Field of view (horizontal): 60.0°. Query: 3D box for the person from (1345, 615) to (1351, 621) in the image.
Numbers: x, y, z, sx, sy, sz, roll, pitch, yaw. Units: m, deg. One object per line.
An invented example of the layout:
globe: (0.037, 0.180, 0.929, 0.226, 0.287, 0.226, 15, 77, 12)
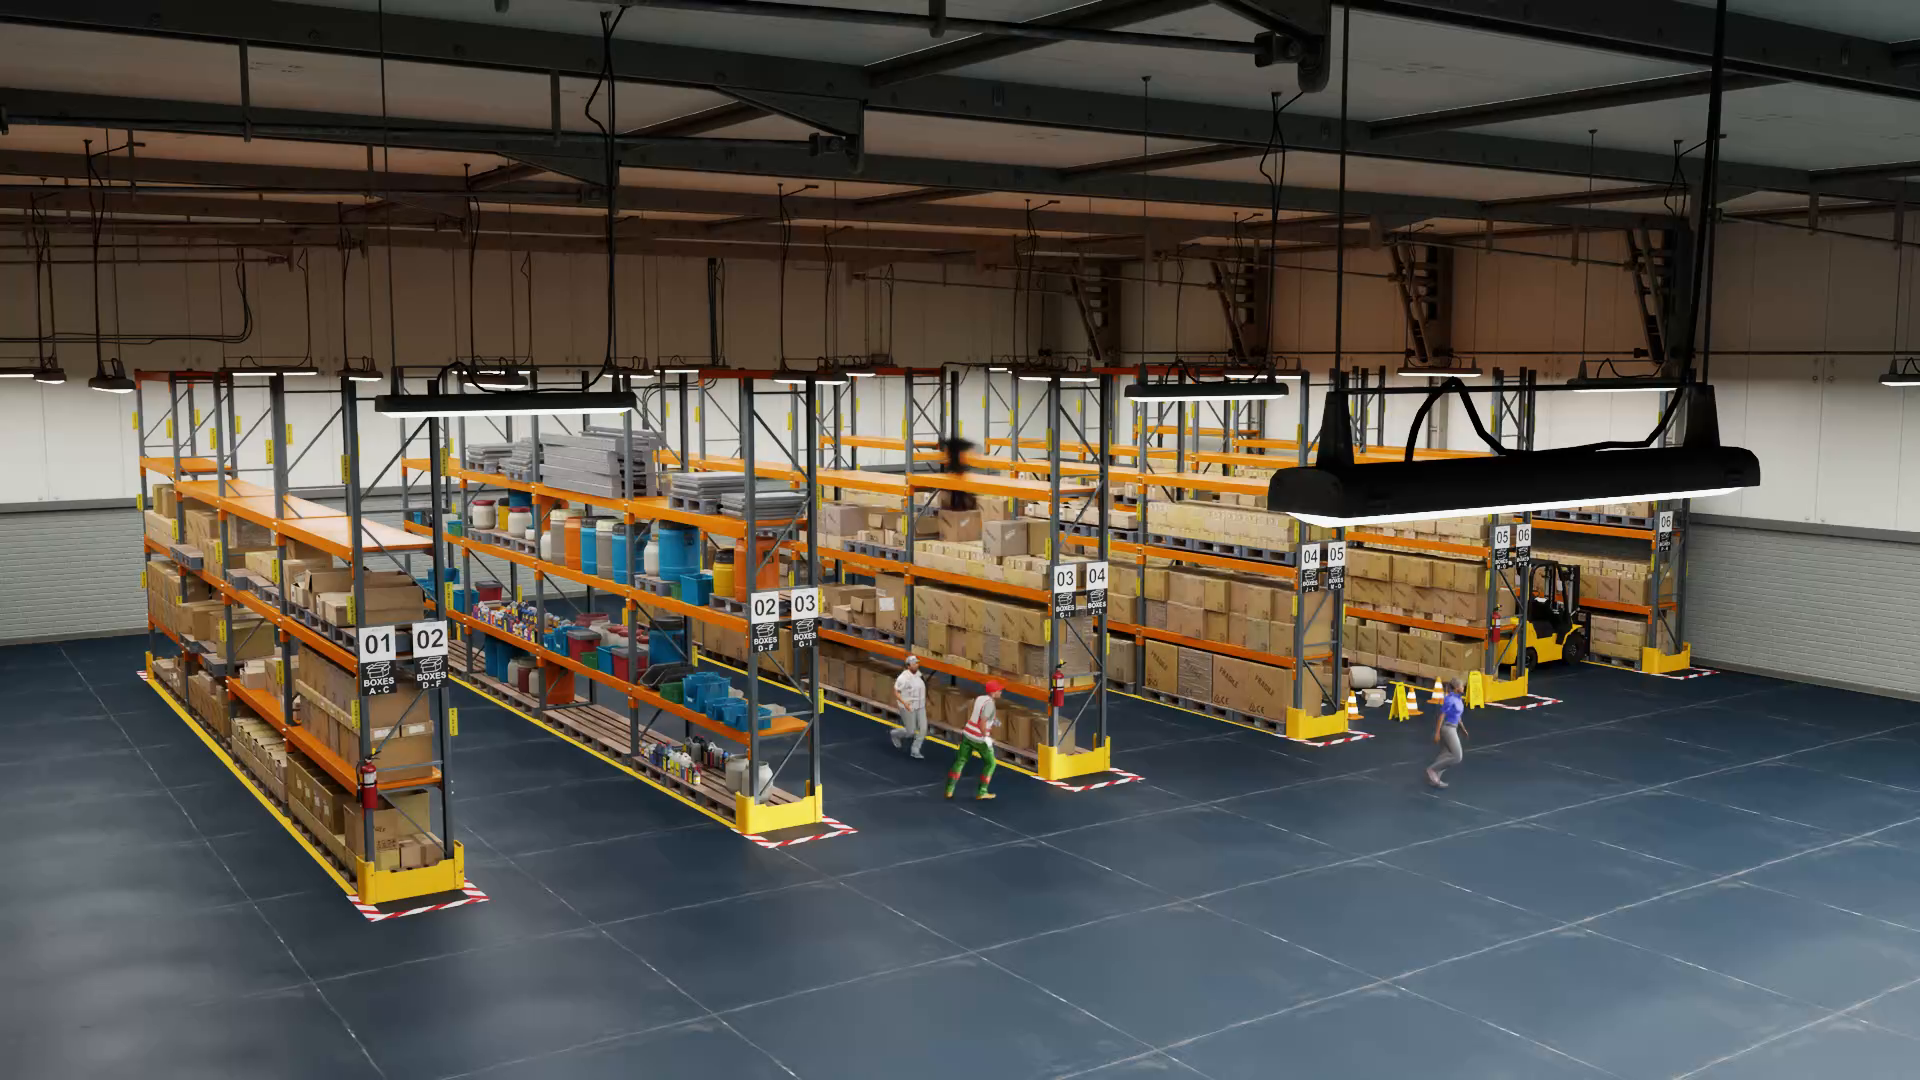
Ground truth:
person: (8.550, 1.501, 35.896, 0.716, 1.601, 0.608, 6, 9, 43)

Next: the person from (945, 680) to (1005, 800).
person: (0.251, 2.834, 23.634, 0.906, 1.708, 0.702, -5, 8, -35)

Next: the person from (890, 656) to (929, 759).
person: (-0.789, 2.602, 26.048, 0.614, 1.619, 0.649, -6, 9, -43)

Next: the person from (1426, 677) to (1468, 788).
person: (7.101, 2.799, 24.216, 0.545, 1.630, 0.581, 3, 7, 23)
